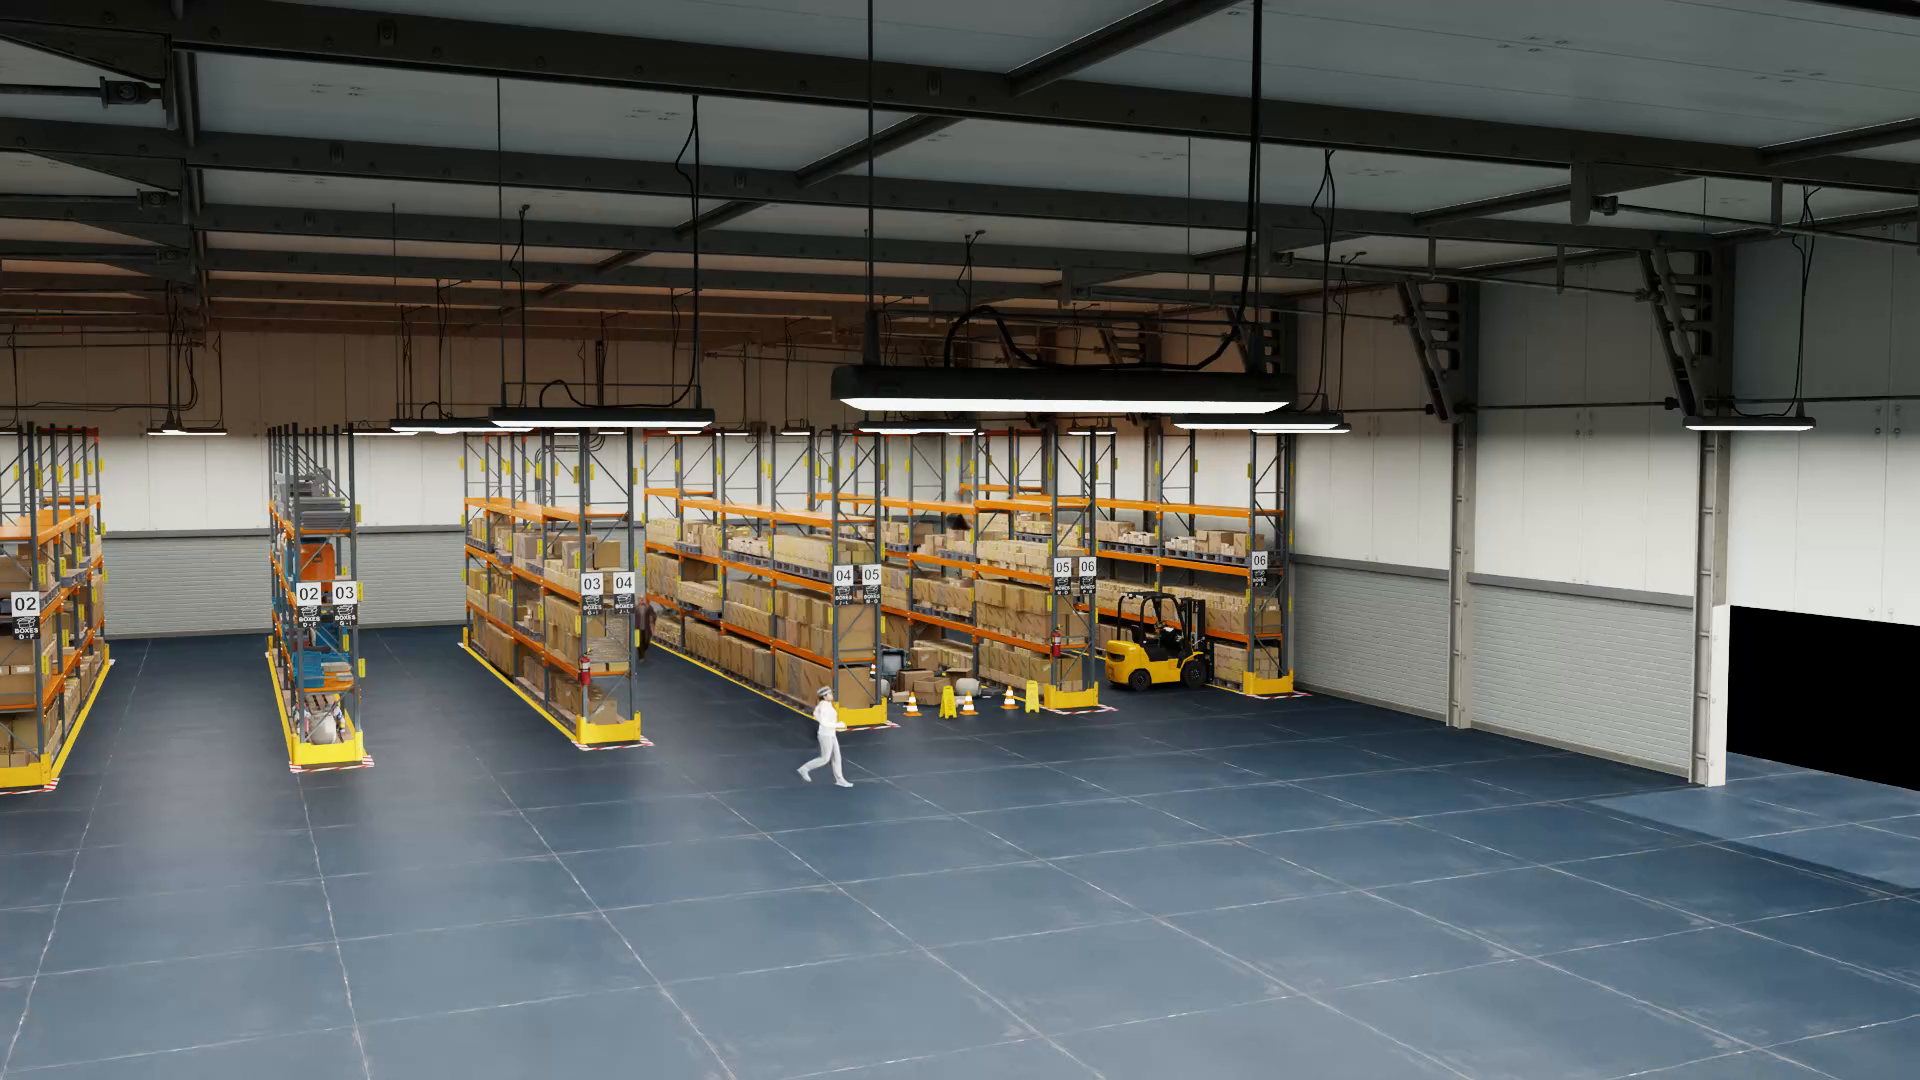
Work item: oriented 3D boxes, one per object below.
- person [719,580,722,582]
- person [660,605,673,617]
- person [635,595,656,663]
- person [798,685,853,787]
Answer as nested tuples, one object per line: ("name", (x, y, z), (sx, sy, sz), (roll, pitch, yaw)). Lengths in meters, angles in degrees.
("person", (-7.392, 1.787, 49.970), (0.575, 1.741, 0.644), (-1, 4, -22))
("person", (-8.673, 1.947, 49.325), (0.491, 1.548, 0.602), (1, 4, 21))
("person", (-8.141, 2.254, 42.513), (0.752, 1.734, 0.774), (-1, 4, -18))
("person", (-2.200, 3.213, 27.194), (0.901, 1.687, 0.616), (0, 3, 0))
